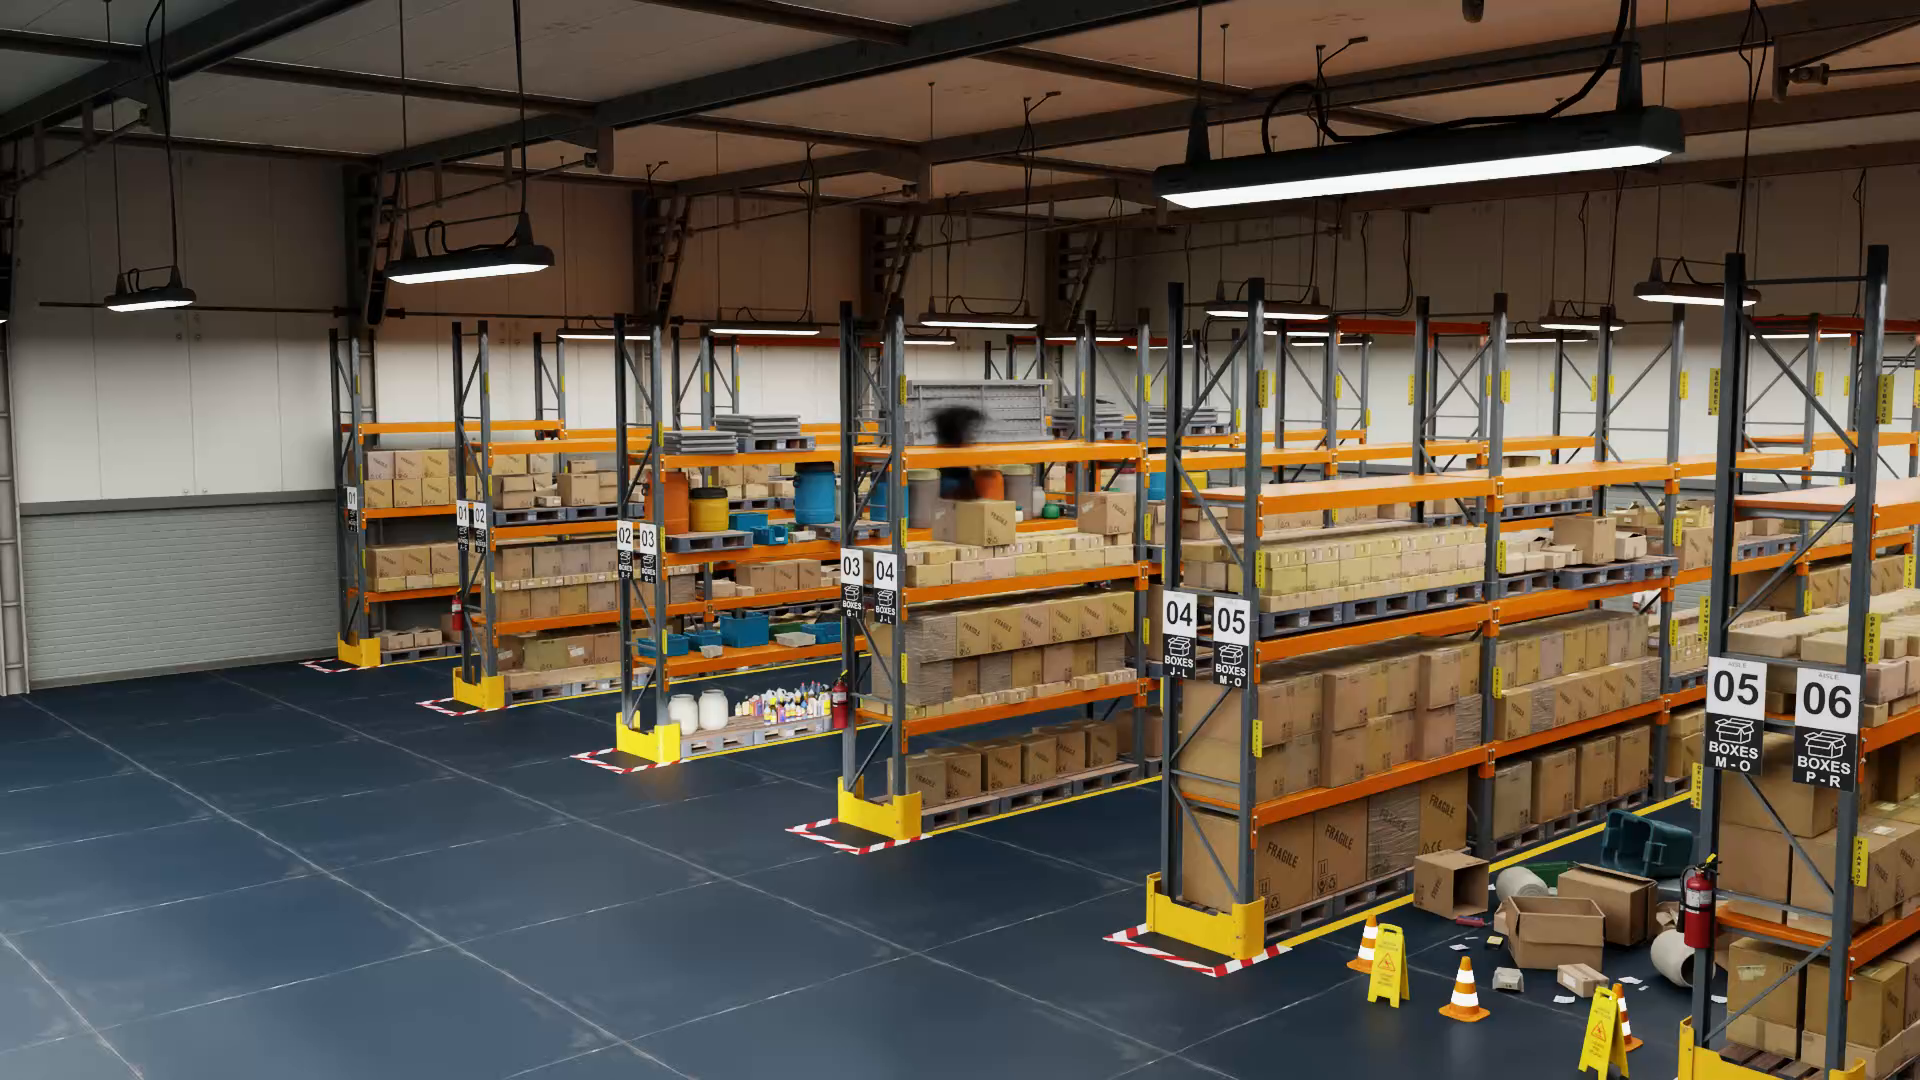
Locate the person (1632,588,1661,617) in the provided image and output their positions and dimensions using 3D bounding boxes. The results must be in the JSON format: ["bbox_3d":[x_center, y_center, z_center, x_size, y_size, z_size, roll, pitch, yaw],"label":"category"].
[{"bbox_3d":[12.122,1.421,29.087,0.706,1.798,0.864,1,6,5],"label":"person"}]
